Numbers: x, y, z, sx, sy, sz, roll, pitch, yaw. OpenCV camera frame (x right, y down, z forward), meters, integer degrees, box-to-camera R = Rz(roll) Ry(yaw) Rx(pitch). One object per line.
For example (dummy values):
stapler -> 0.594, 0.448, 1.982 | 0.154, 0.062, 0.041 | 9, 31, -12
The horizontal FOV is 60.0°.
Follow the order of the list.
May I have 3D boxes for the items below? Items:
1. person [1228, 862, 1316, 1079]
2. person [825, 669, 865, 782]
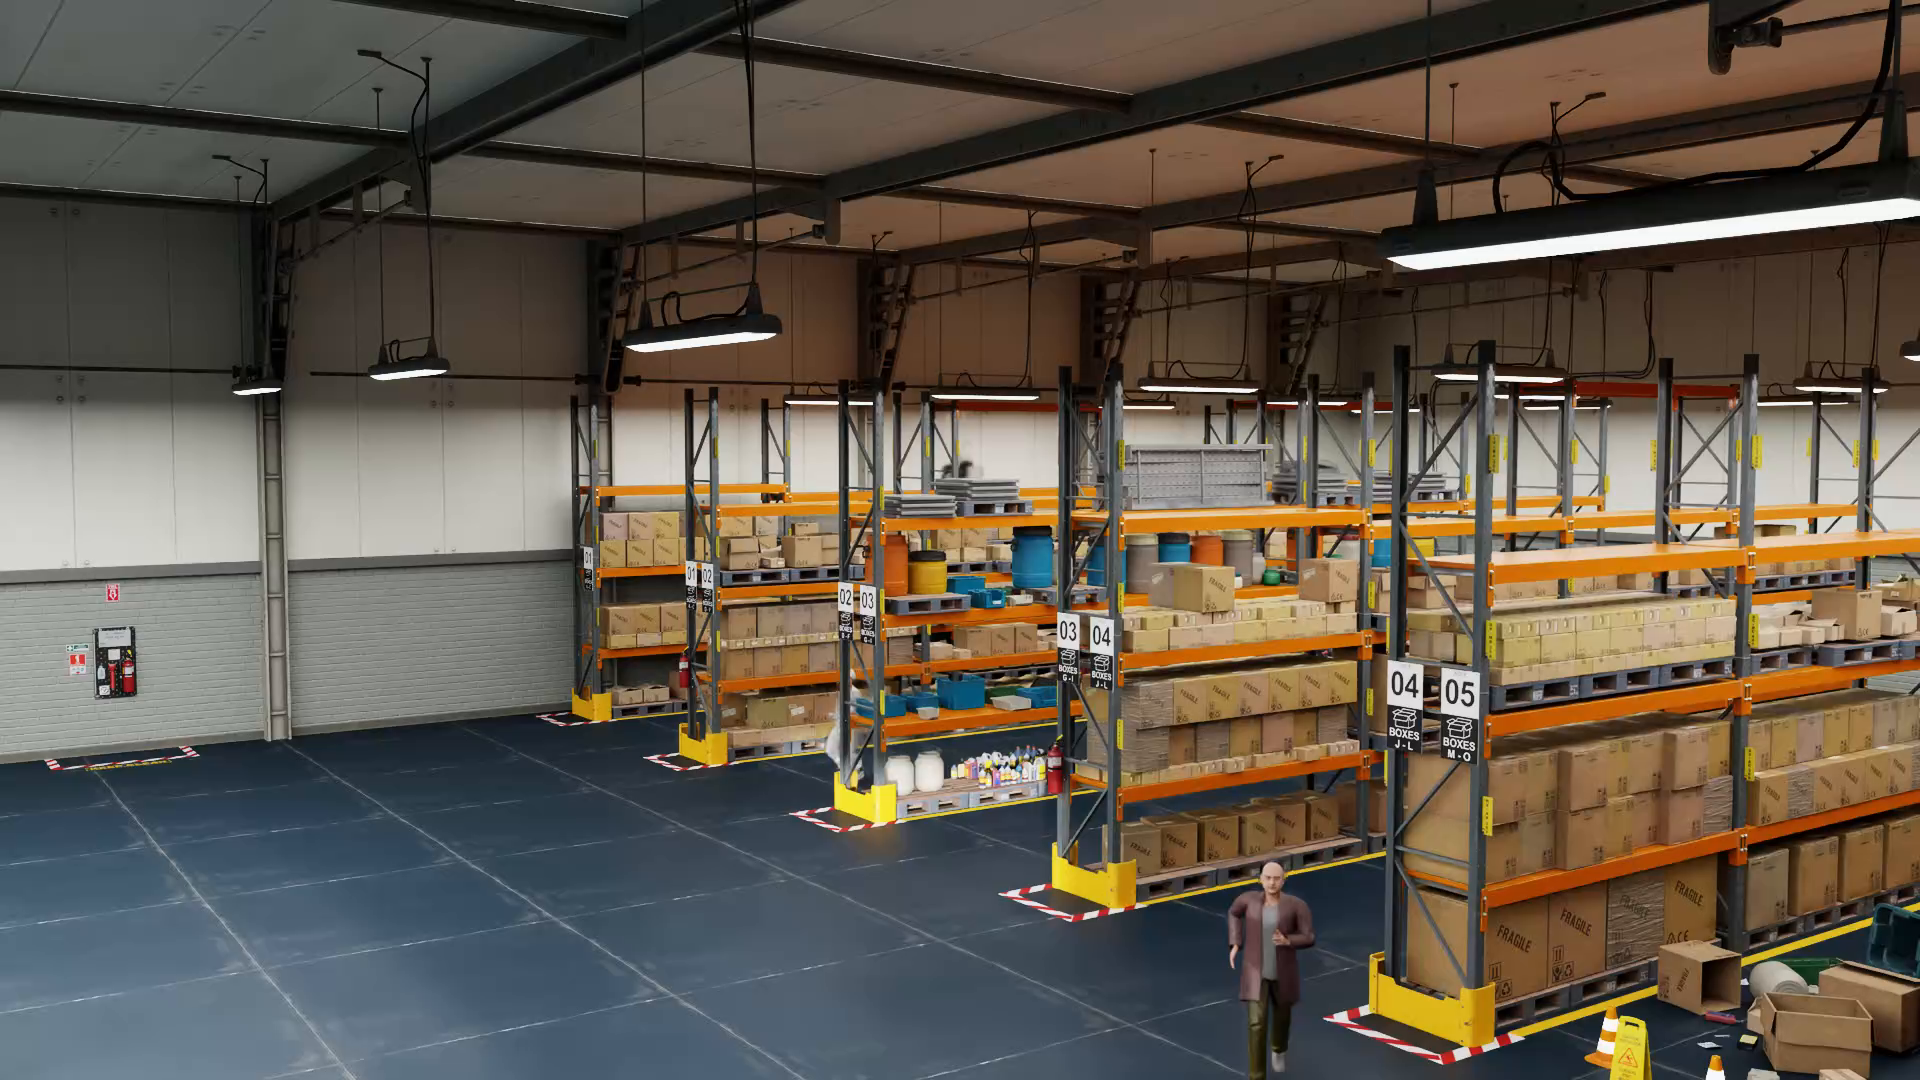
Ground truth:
person -> 2.468, 3.457, 13.213 | 0.687, 1.803, 0.997 | 1, 3, 10
person -> -1.689, 2.794, 24.782 | 0.664, 1.776, 0.640 | -3, 4, -39
